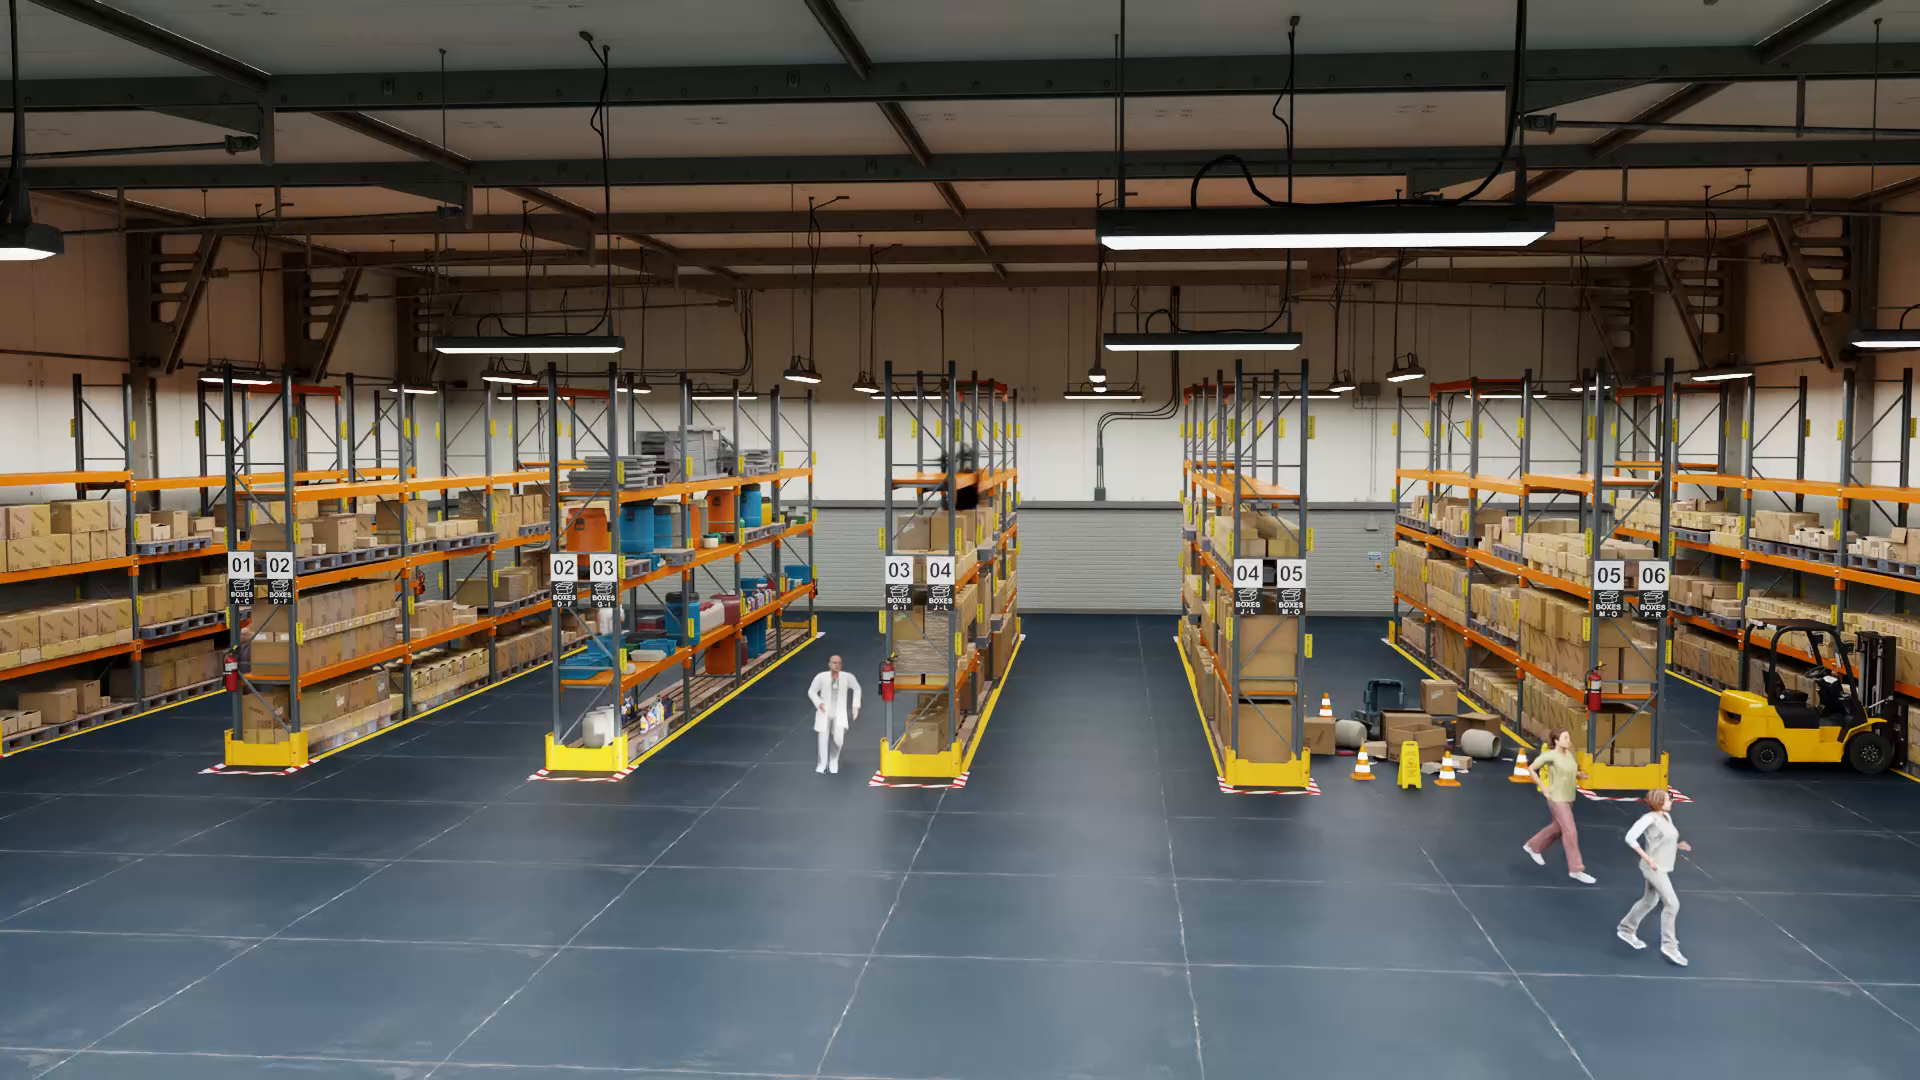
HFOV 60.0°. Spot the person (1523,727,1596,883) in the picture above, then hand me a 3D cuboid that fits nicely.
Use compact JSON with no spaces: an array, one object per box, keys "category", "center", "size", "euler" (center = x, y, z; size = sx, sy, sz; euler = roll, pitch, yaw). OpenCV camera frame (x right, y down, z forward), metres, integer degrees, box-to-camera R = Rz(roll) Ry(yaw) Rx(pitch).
[{"category":"person","center":[6.716,2.917,18.607],"size":[0.573,1.659,0.964],"euler":[-3,5,-38]}]

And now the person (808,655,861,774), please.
[{"category":"person","center":[-1.824,2.544,24.175],"size":[0.777,1.743,0.647],"euler":[0,4,-6]}]

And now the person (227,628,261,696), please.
[{"category":"person","center":[-11.916,2.317,27.846],"size":[0.694,1.731,0.693],"euler":[0,4,-4]}]

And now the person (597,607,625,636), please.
[{"category":"person","center":[-7.174,1.910,34.155],"size":[0.608,1.650,0.943],"euler":[0,4,-3]}]

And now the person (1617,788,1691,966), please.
[{"category":"person","center":[6.582,3.156,15.770],"size":[0.675,1.636,0.521],"euler":[3,5,38]}]
